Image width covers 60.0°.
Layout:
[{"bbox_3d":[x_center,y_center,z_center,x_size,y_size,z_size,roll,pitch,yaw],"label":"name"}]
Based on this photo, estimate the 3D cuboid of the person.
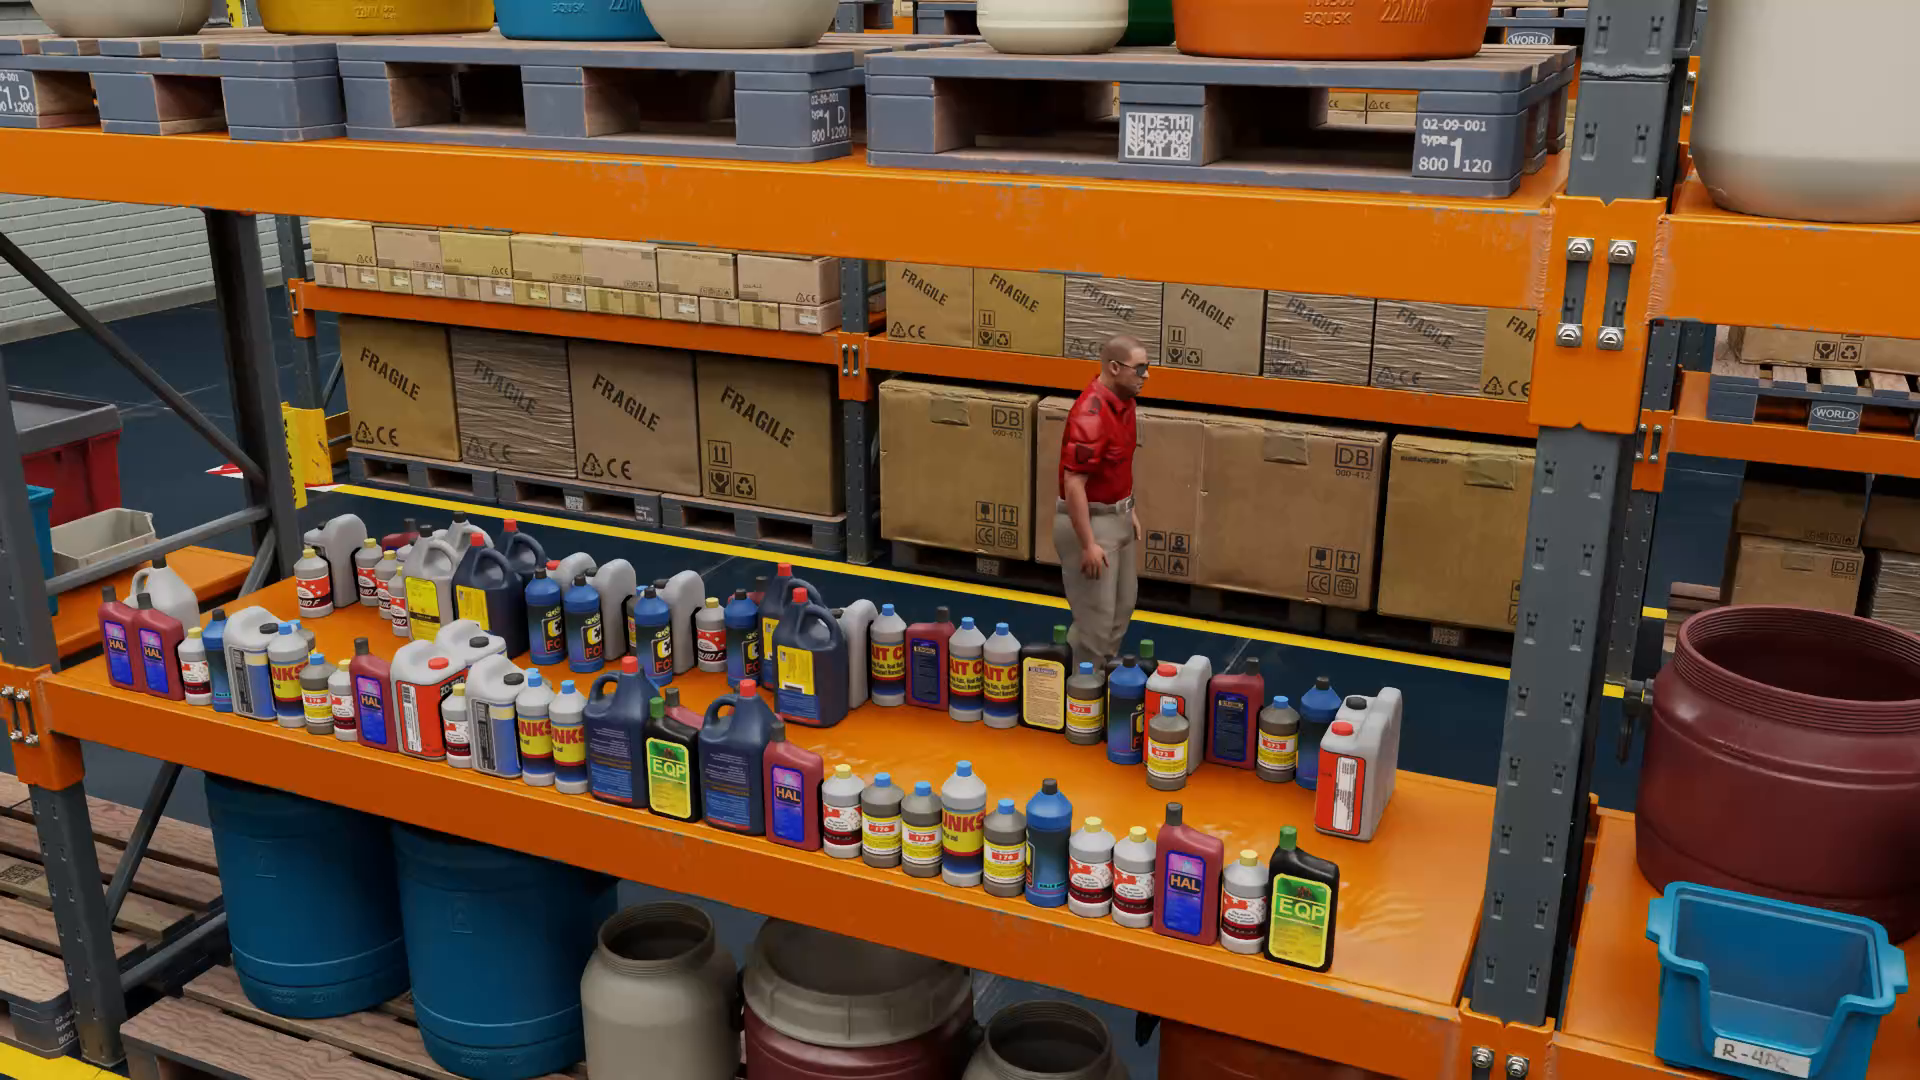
[{"bbox_3d":[0.622,-0.037,7.192,0.393,1.727,0.586,8,21,23],"label":"person"}]
